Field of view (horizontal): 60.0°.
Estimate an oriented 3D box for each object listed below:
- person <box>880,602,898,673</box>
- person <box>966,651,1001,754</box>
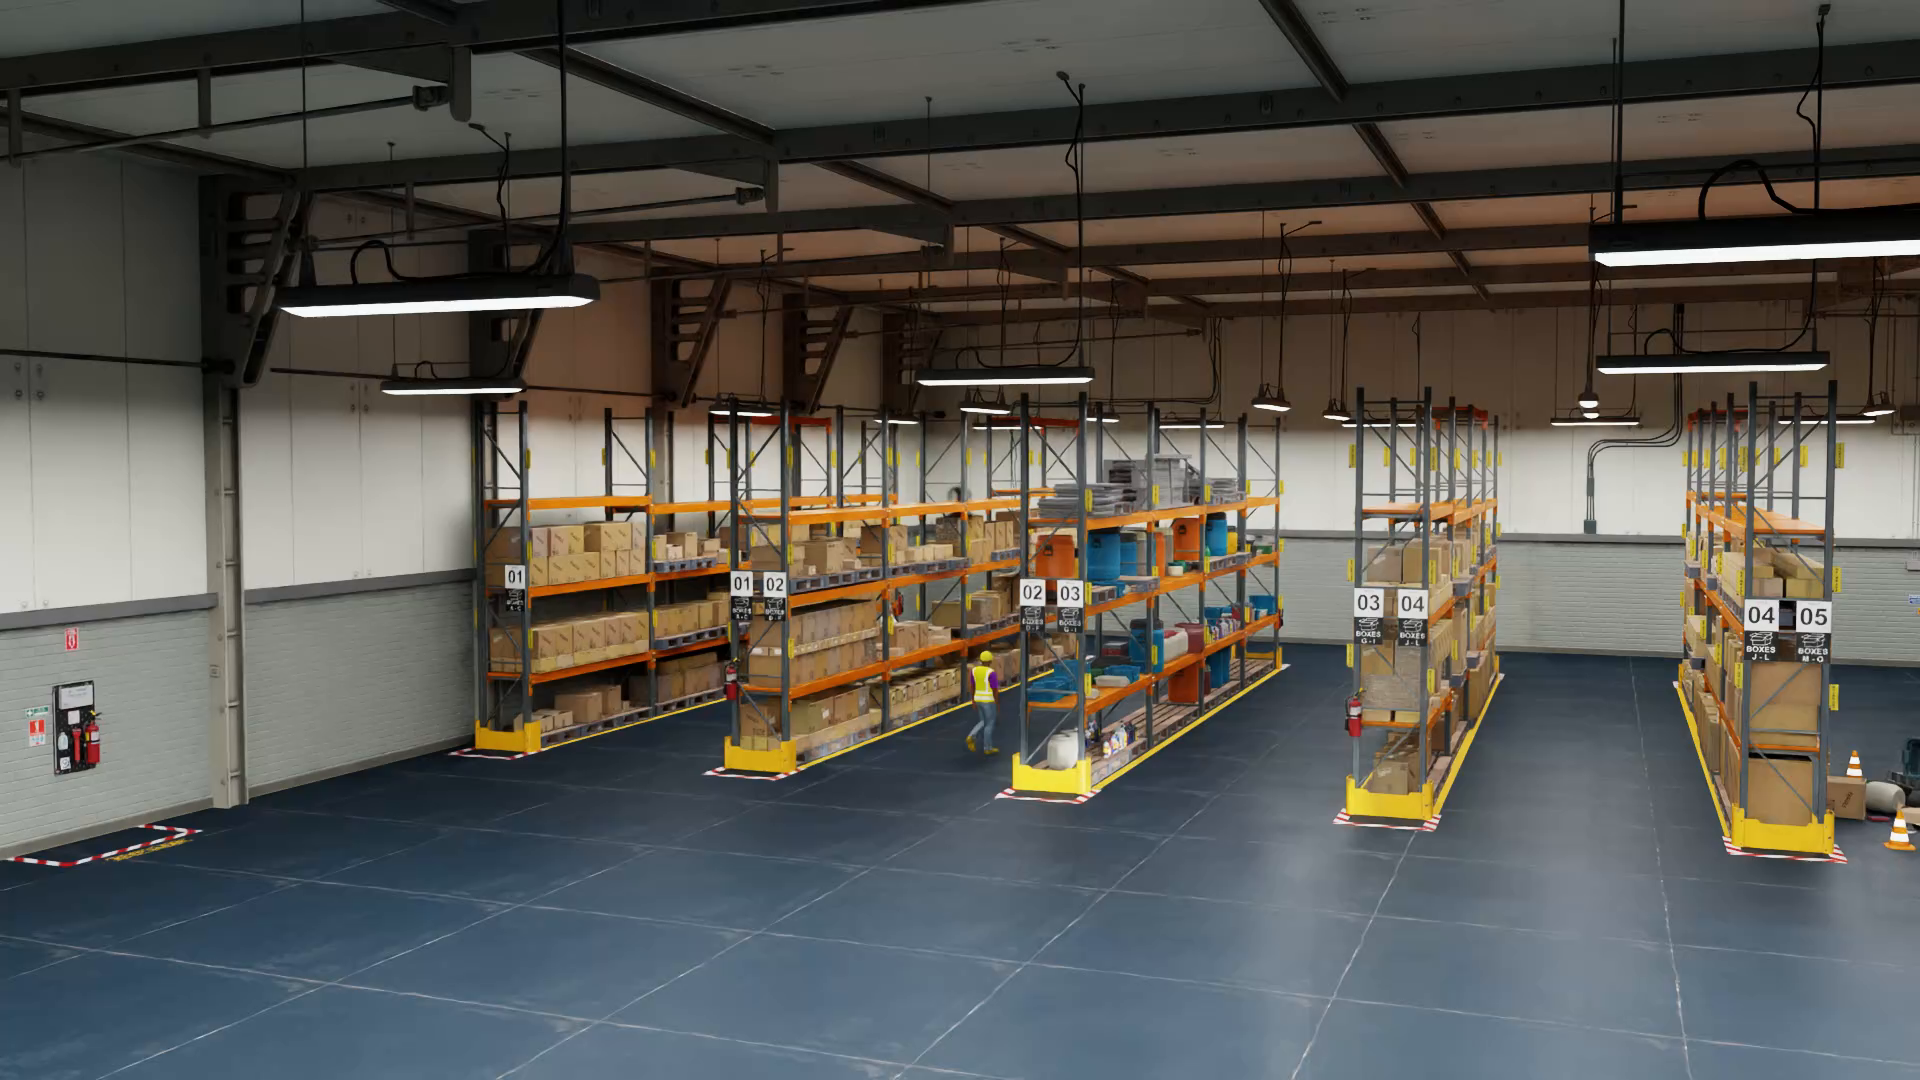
[{"bbox_3d":[-1.585,2.291,38.462,0.551,1.688,0.502,2,3,32],"label":"person"},{"bbox_3d":[0.413,2.742,28.090,0.602,1.757,0.575,-2,3,-35],"label":"person"}]
